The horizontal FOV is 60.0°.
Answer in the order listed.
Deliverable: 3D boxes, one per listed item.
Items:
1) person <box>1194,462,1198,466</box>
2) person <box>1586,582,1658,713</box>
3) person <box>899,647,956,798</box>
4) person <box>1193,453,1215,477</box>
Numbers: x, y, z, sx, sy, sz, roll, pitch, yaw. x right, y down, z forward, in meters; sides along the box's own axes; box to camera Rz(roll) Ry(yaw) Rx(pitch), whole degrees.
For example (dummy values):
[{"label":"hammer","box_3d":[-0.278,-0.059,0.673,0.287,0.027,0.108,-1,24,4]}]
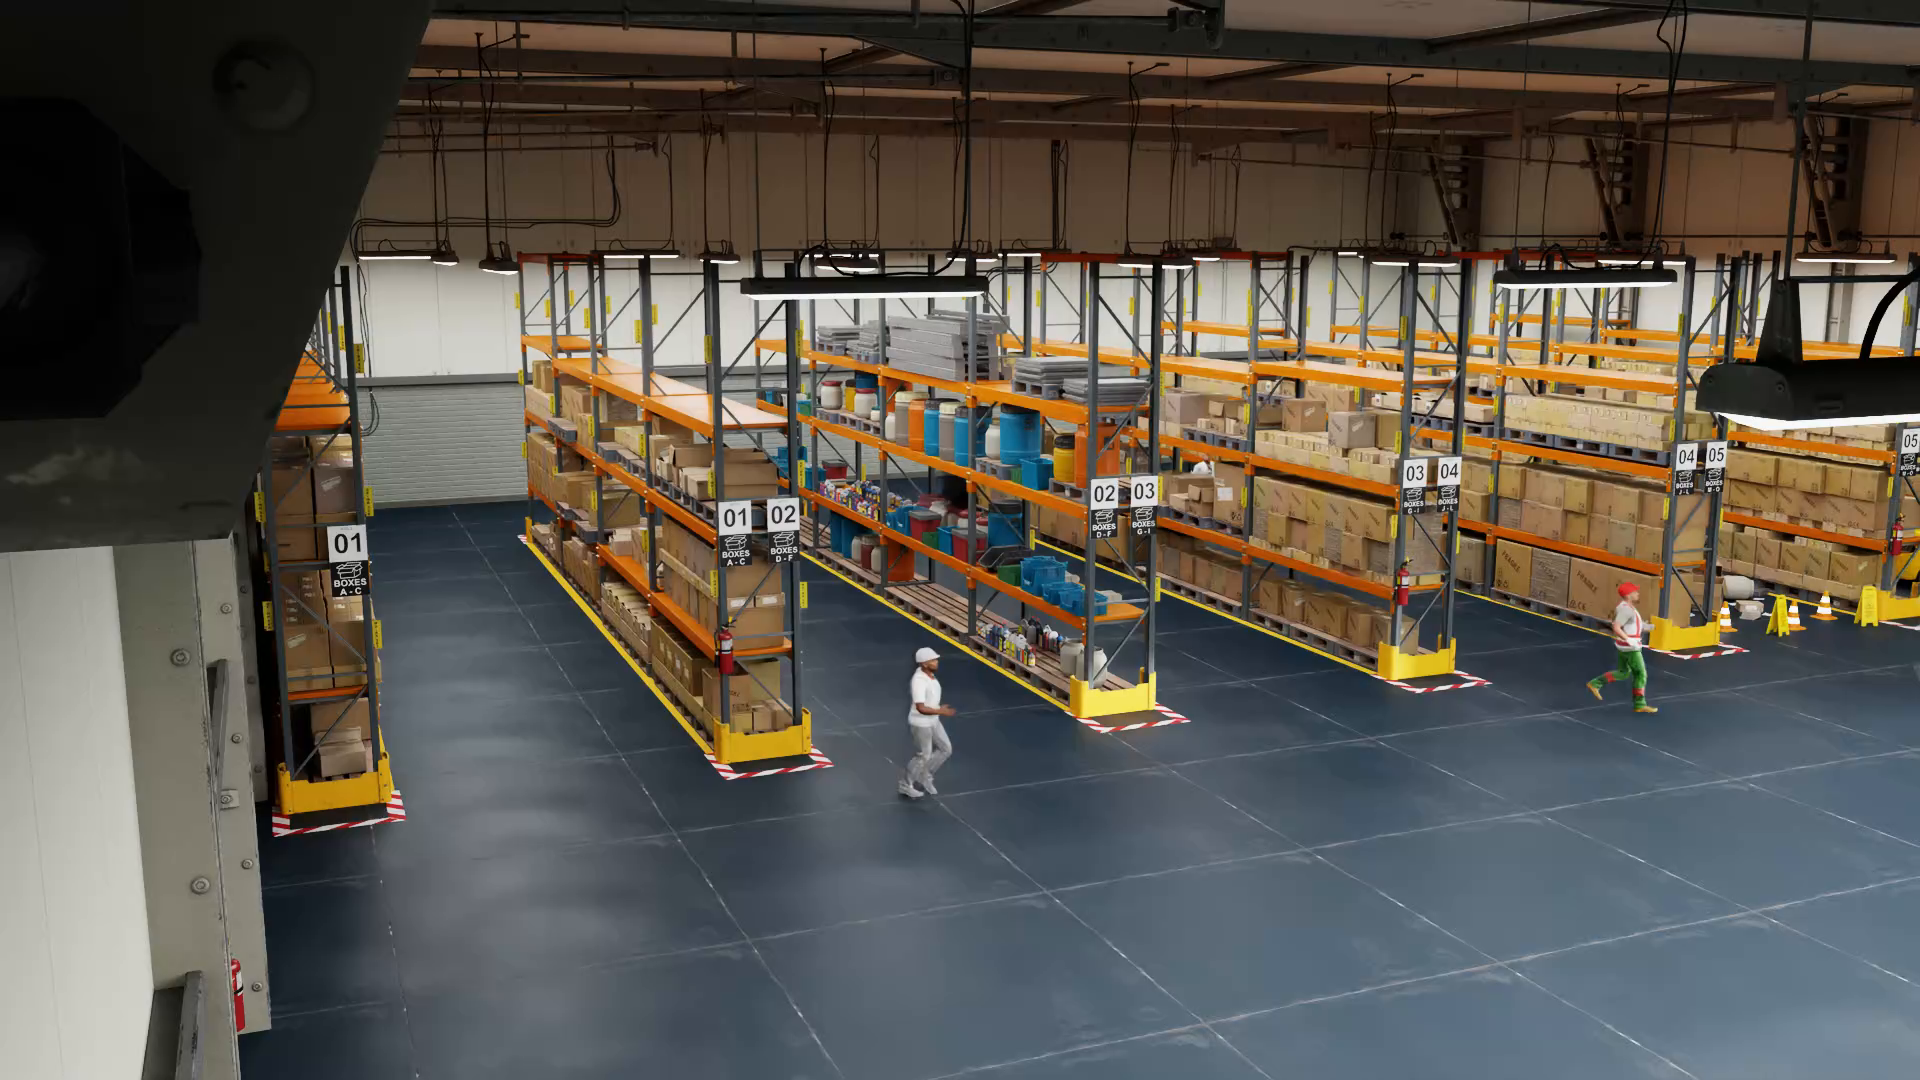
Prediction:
[{"label":"person","box_3d":[5.965,-1.994,41.543,0.658,1.622,0.649,9,14,42]},{"label":"person","box_3d":[8.921,1.435,22.279,0.909,1.765,0.669,3,11,15]},{"label":"person","box_3d":[-0.354,2.077,18.860,0.688,1.774,0.727,3,11,14]},{"label":"person","box_3d":[5.380,-1.065,36.037,0.721,1.738,0.586,-4,11,-20]}]
